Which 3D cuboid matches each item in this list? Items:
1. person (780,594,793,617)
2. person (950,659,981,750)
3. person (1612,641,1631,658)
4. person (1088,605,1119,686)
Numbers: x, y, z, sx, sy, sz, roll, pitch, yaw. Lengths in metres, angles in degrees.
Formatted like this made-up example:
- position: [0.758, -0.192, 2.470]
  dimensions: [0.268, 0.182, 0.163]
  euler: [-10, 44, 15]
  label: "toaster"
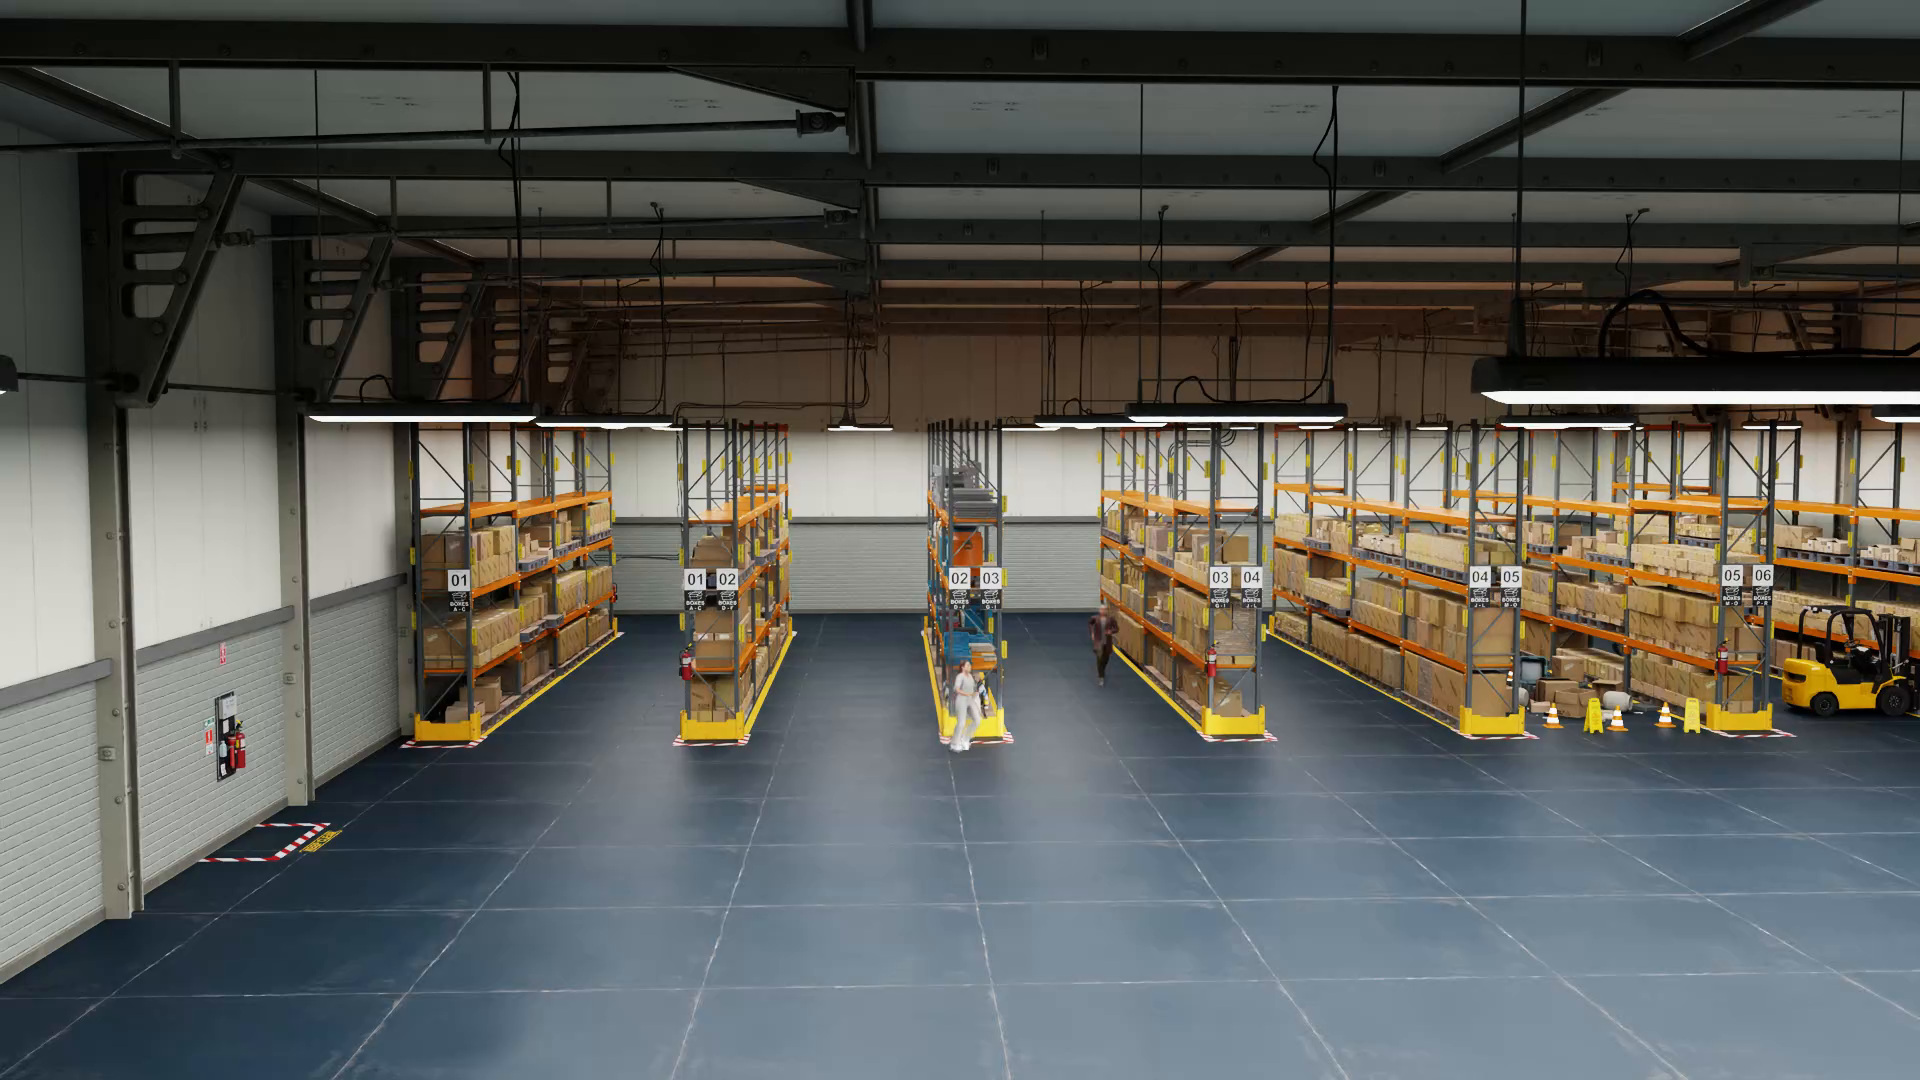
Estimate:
- position: [-5.216, 1.785, 48.185]
  dimensions: [0.657, 1.736, 0.689]
  euler: [1, 4, 18]
  label: "person"
- position: [0.127, 2.973, 29.995]
  dimensions: [0.633, 1.647, 0.574]
  euler: [3, 5, 44]
  label: "person"
- position: [16.320, 2.345, 41.018]
  dimensions: [0.543, 1.544, 0.676]
  euler: [0, 4, -1]
  label: "person"
- position: [3.316, 2.392, 38.313]
  dimensions: [0.667, 1.817, 1.166]
  euler: [0, 4, -5]
  label: "person"
